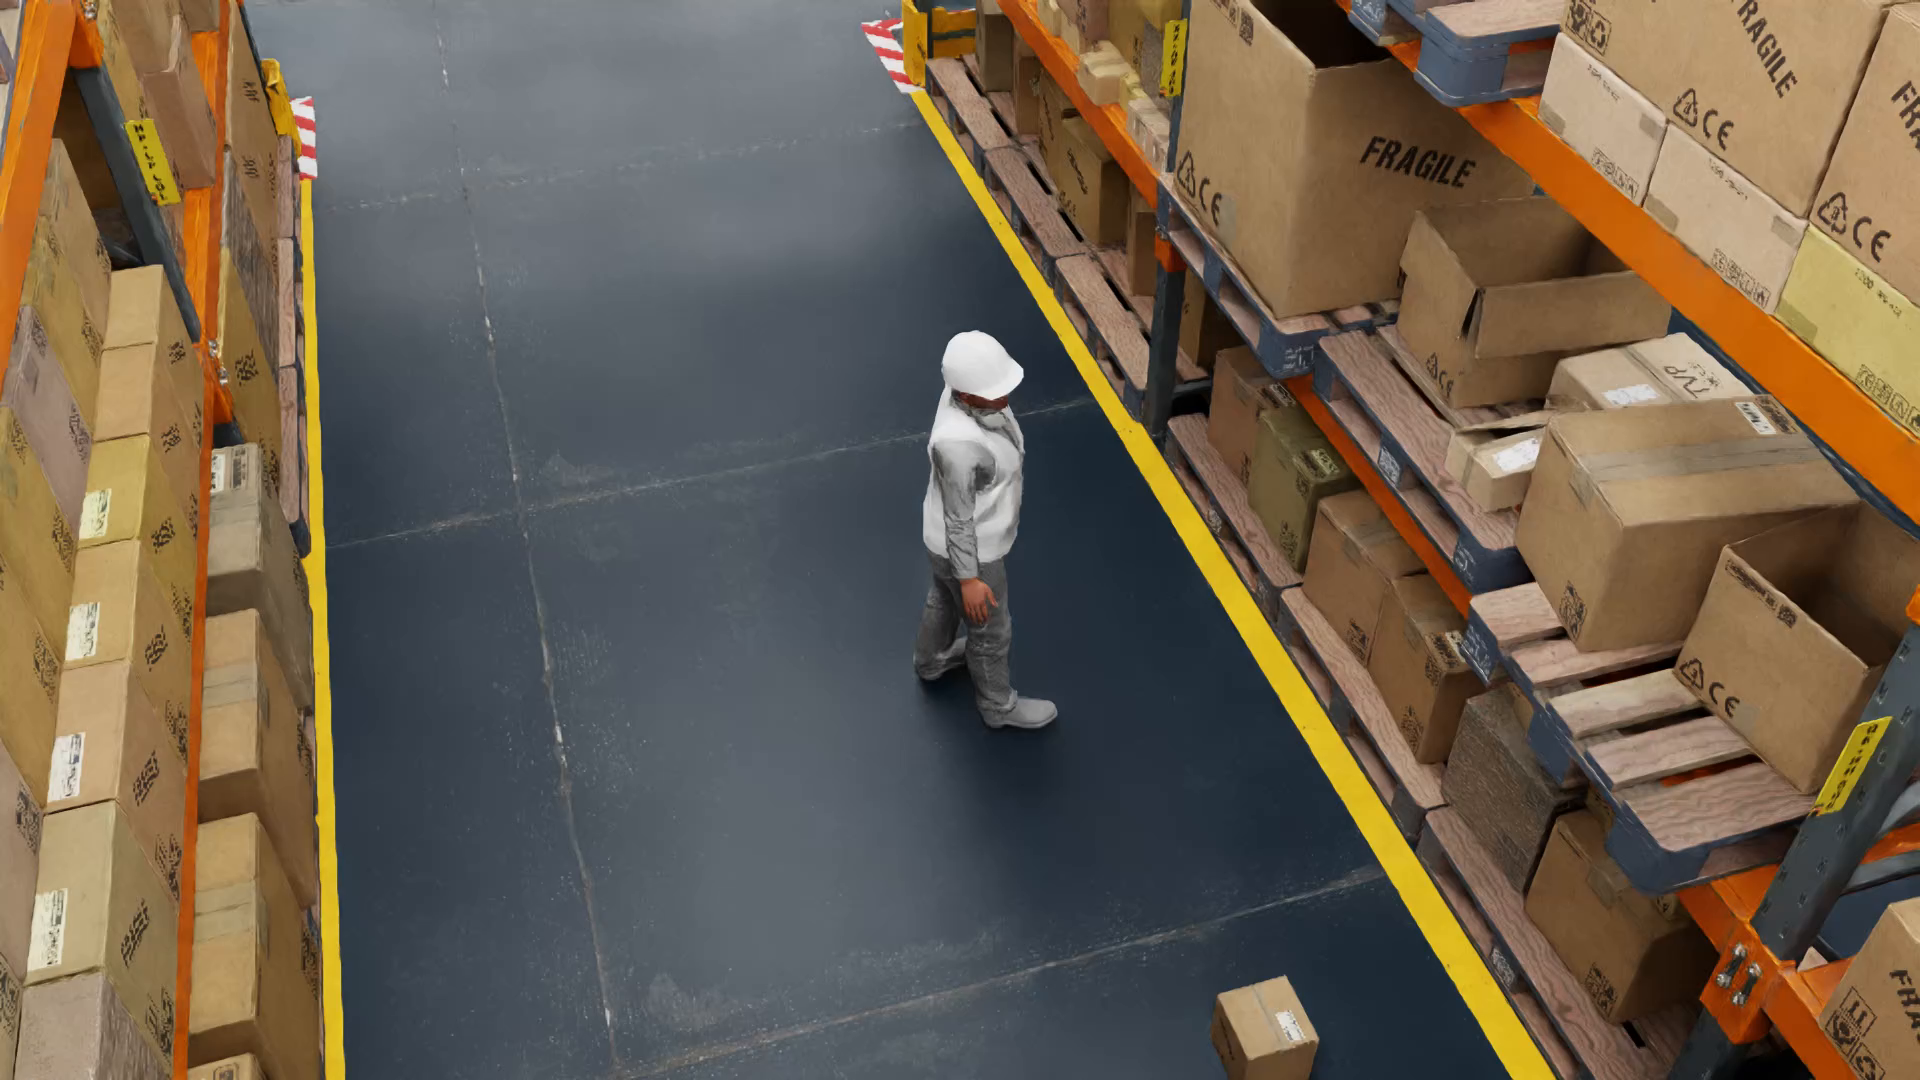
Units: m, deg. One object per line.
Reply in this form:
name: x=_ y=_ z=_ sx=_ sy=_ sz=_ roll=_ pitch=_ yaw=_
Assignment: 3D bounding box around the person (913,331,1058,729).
person: x=0.099 y=-0.020 z=6.128 sx=0.584 sy=1.770 sz=0.645 roll=1 pitch=42 yaw=1
